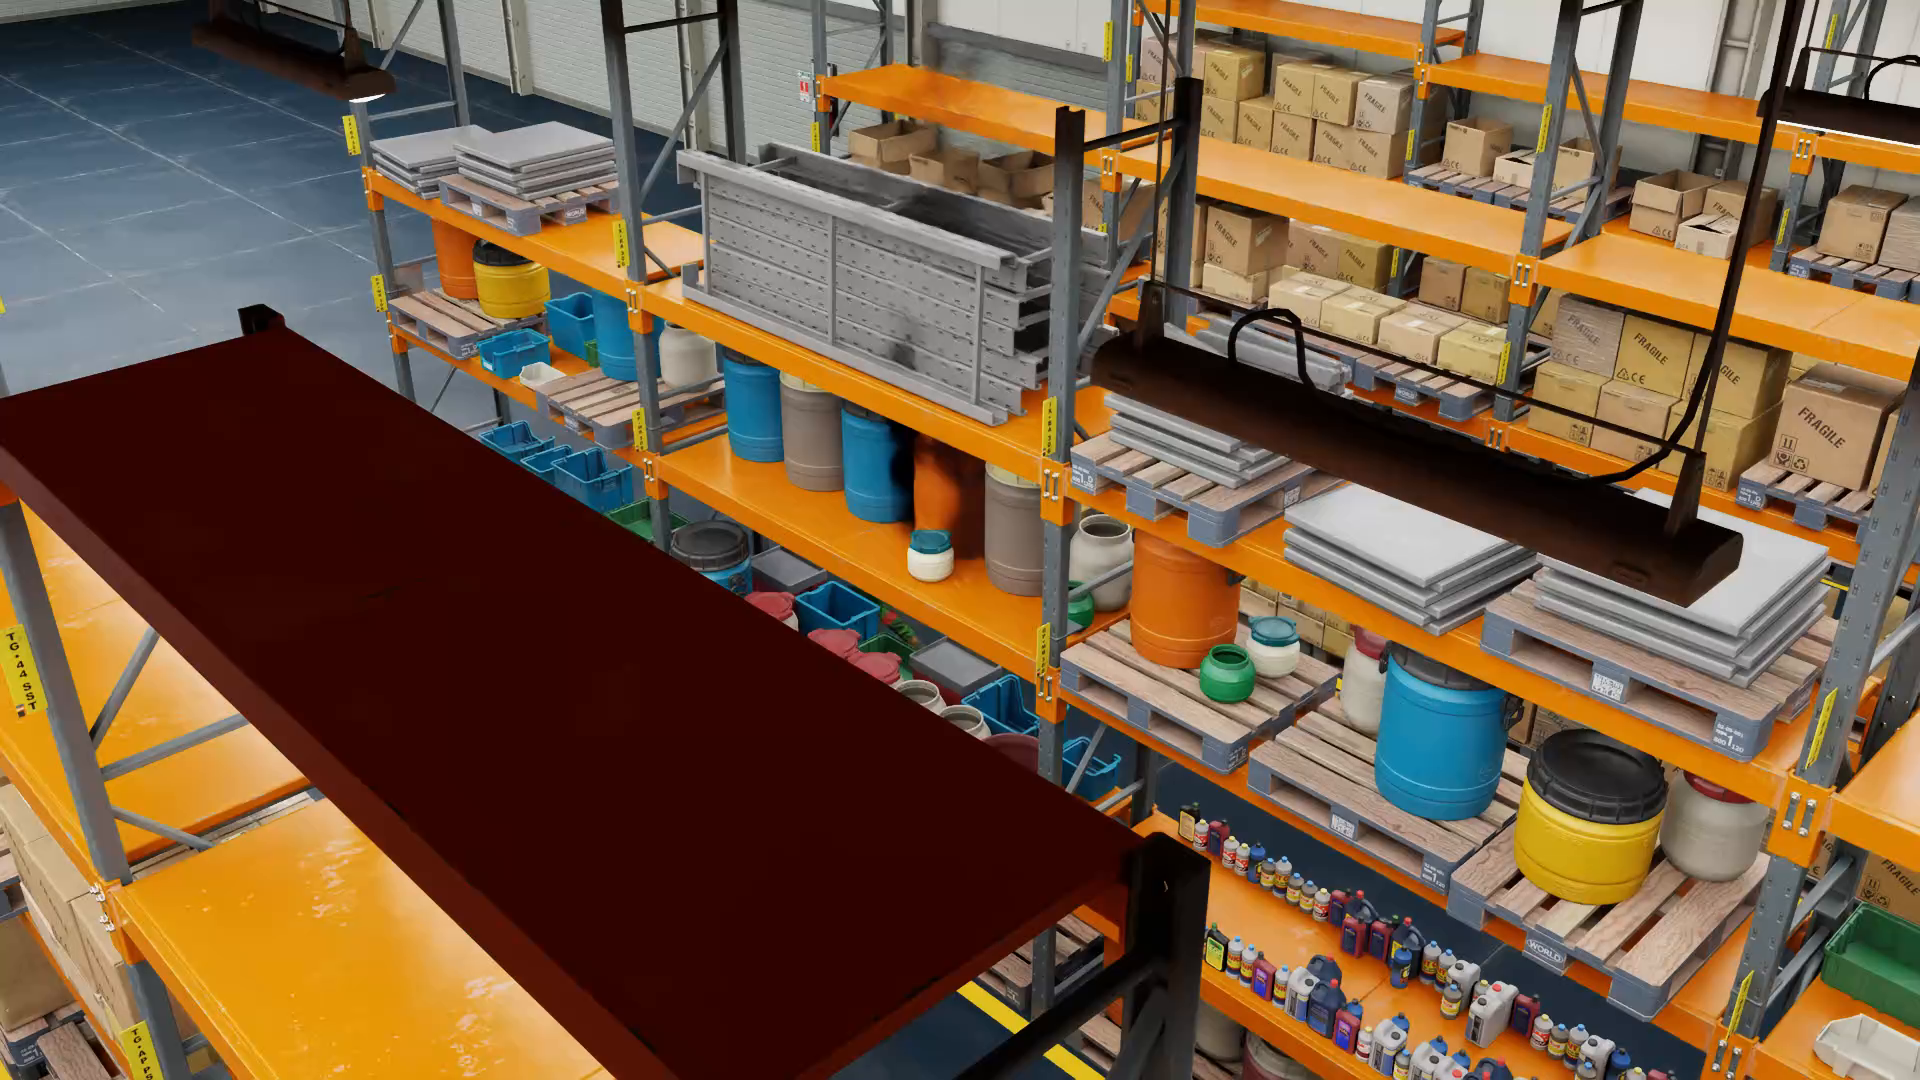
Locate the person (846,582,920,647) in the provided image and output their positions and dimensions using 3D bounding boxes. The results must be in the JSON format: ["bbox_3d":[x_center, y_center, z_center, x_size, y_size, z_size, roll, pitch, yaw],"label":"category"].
[{"bbox_3d":[-0.756,0.301,14.404,0.860,1.763,0.667,18,33,30],"label":"person"}]
